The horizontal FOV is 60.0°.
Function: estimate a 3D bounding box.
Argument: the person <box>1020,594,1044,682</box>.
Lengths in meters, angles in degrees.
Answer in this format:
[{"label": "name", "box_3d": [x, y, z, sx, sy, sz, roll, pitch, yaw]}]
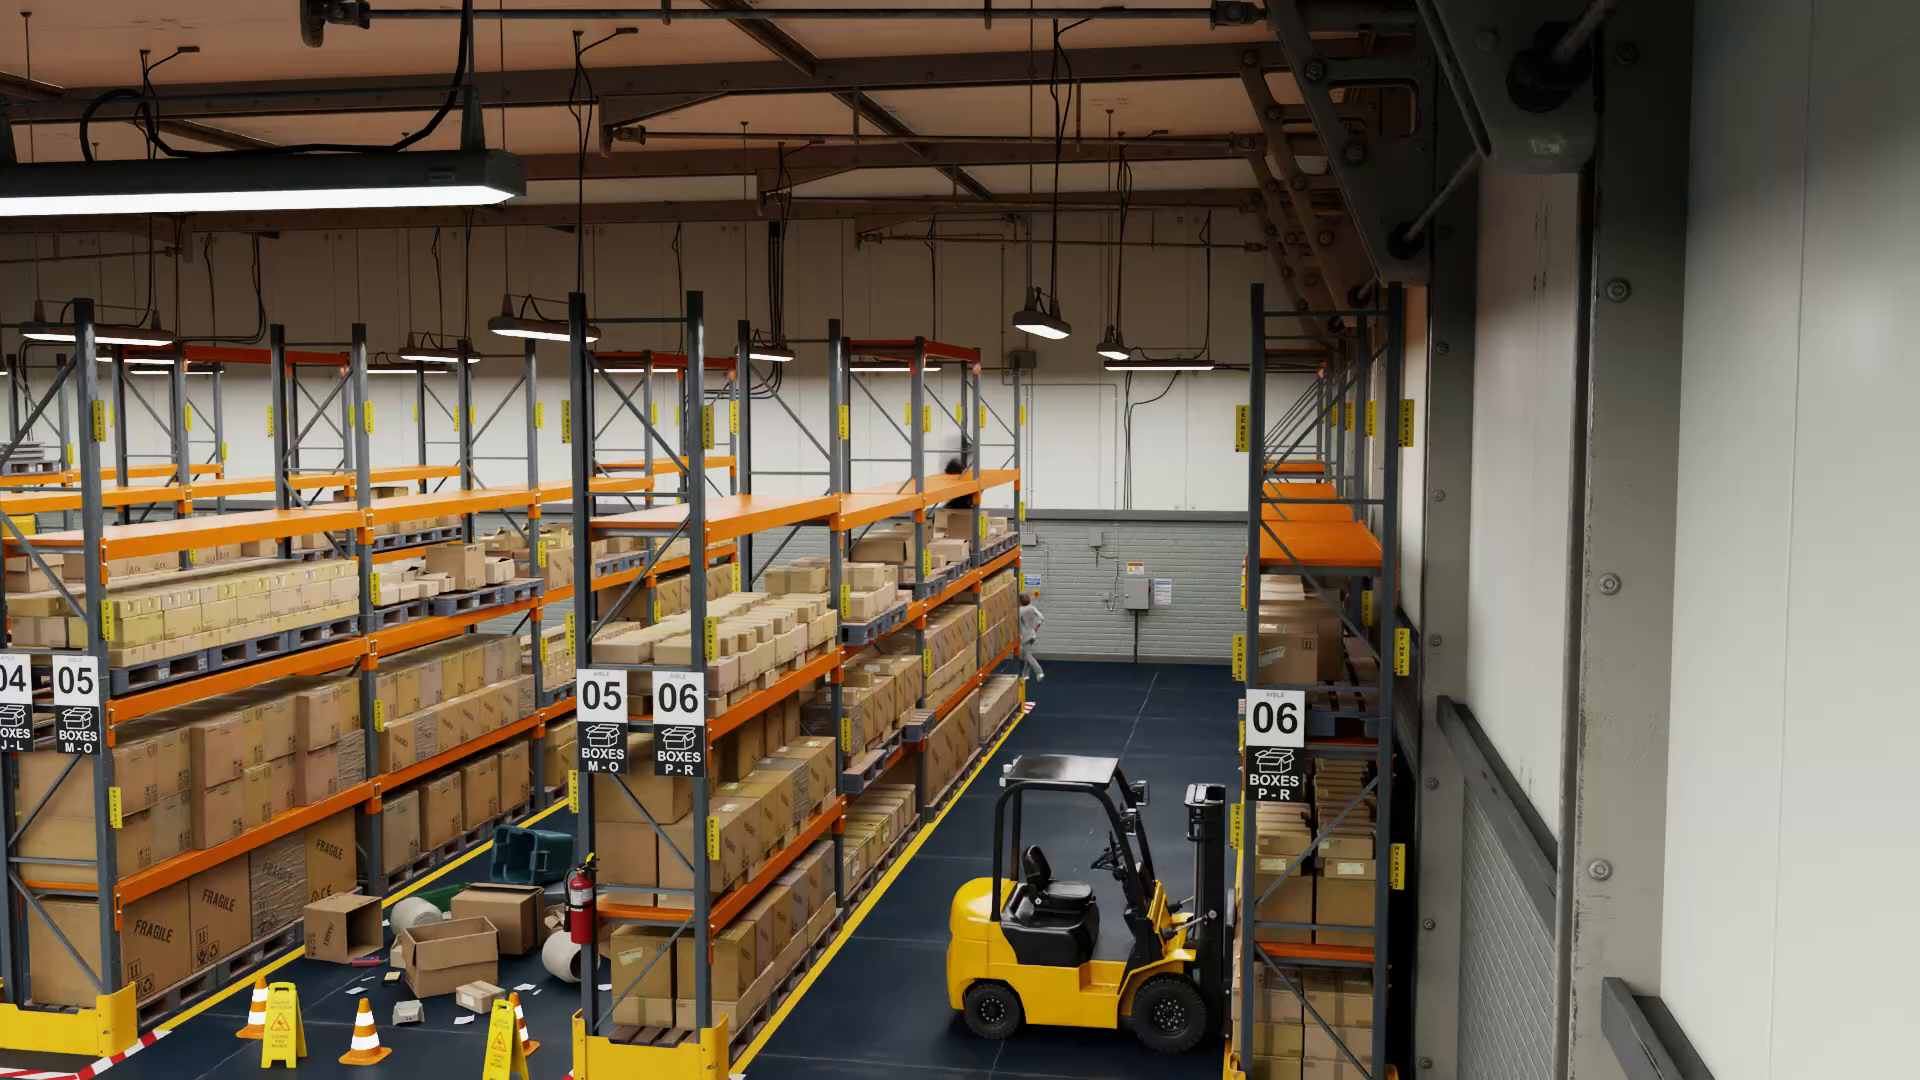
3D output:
[{"label": "person", "box_3d": [1.174, 1.740, 29.310, 0.563, 1.607, 0.693, -4, 6, -40]}]
